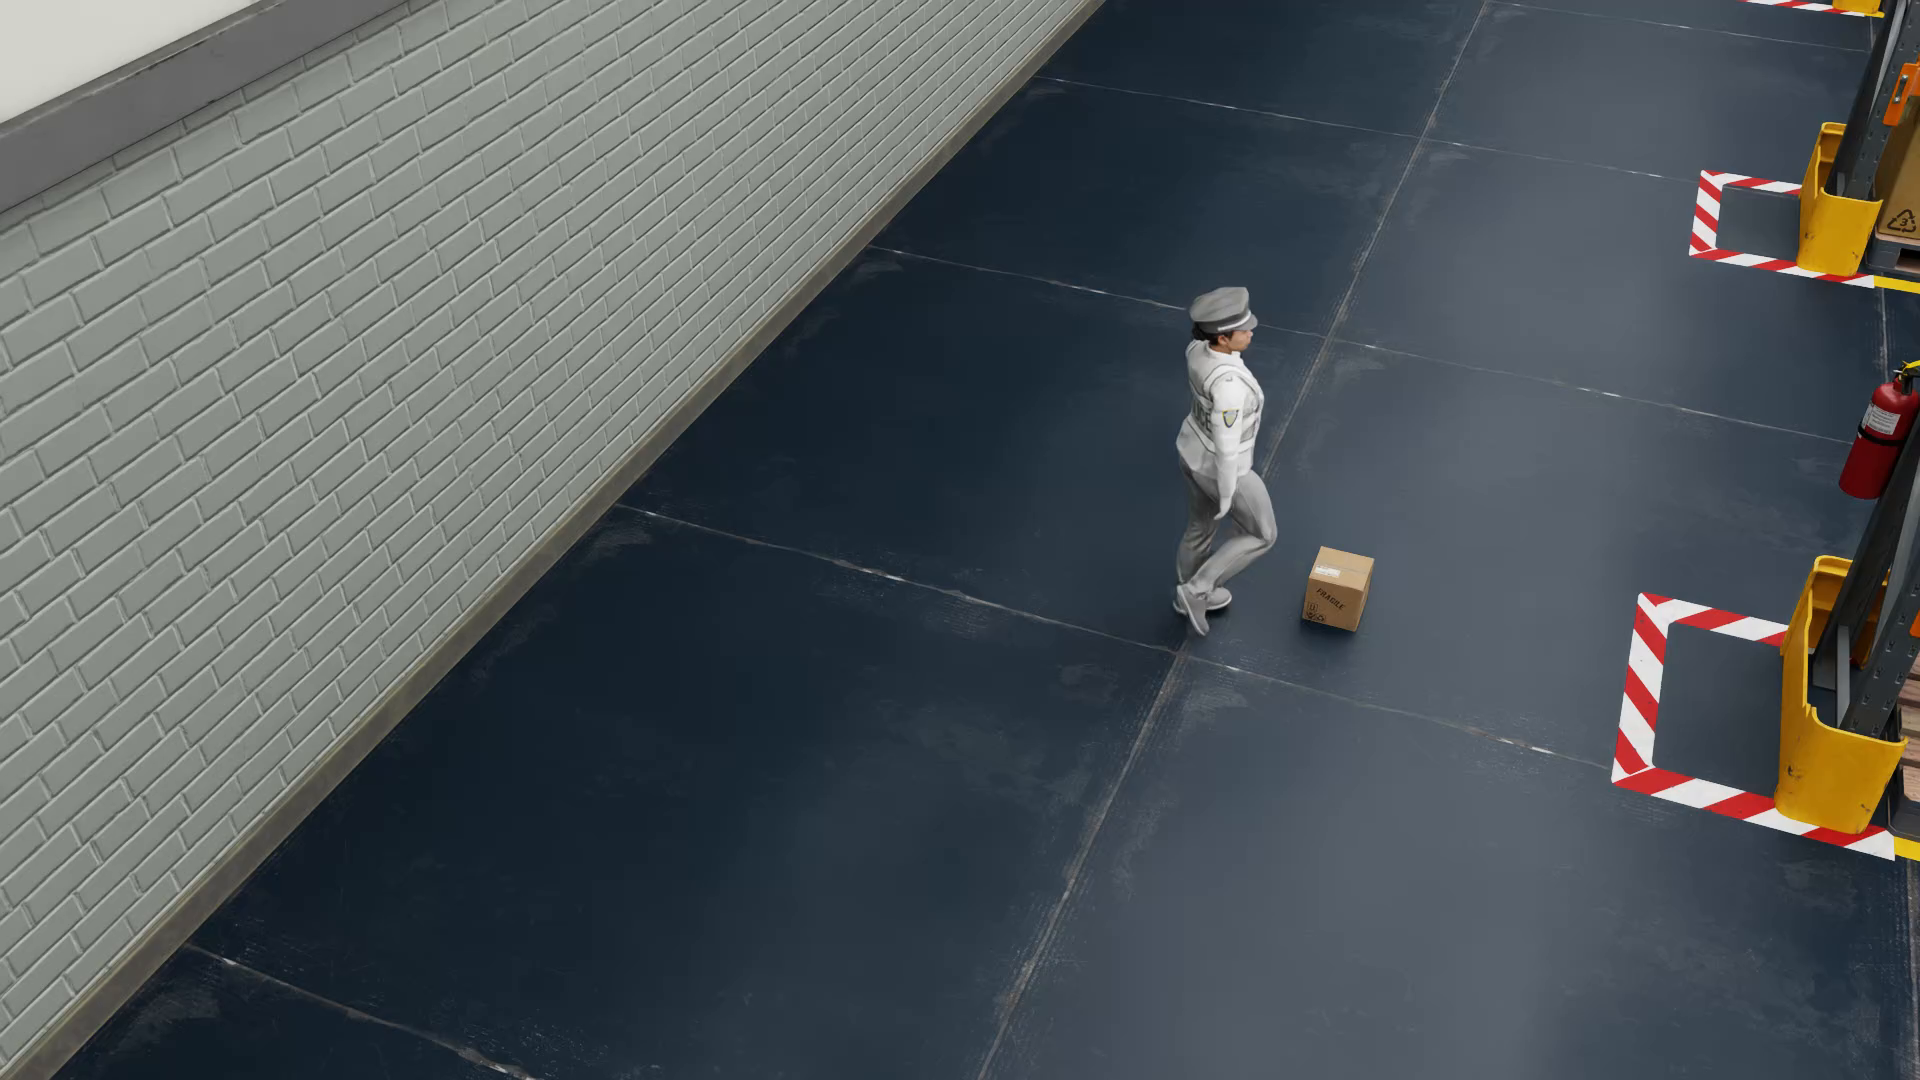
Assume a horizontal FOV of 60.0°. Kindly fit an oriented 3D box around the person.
[{"bbox_3d":[1.138,-0.338,7.194,0.435,1.678,0.495,-12,39,-15],"label":"person"}]
